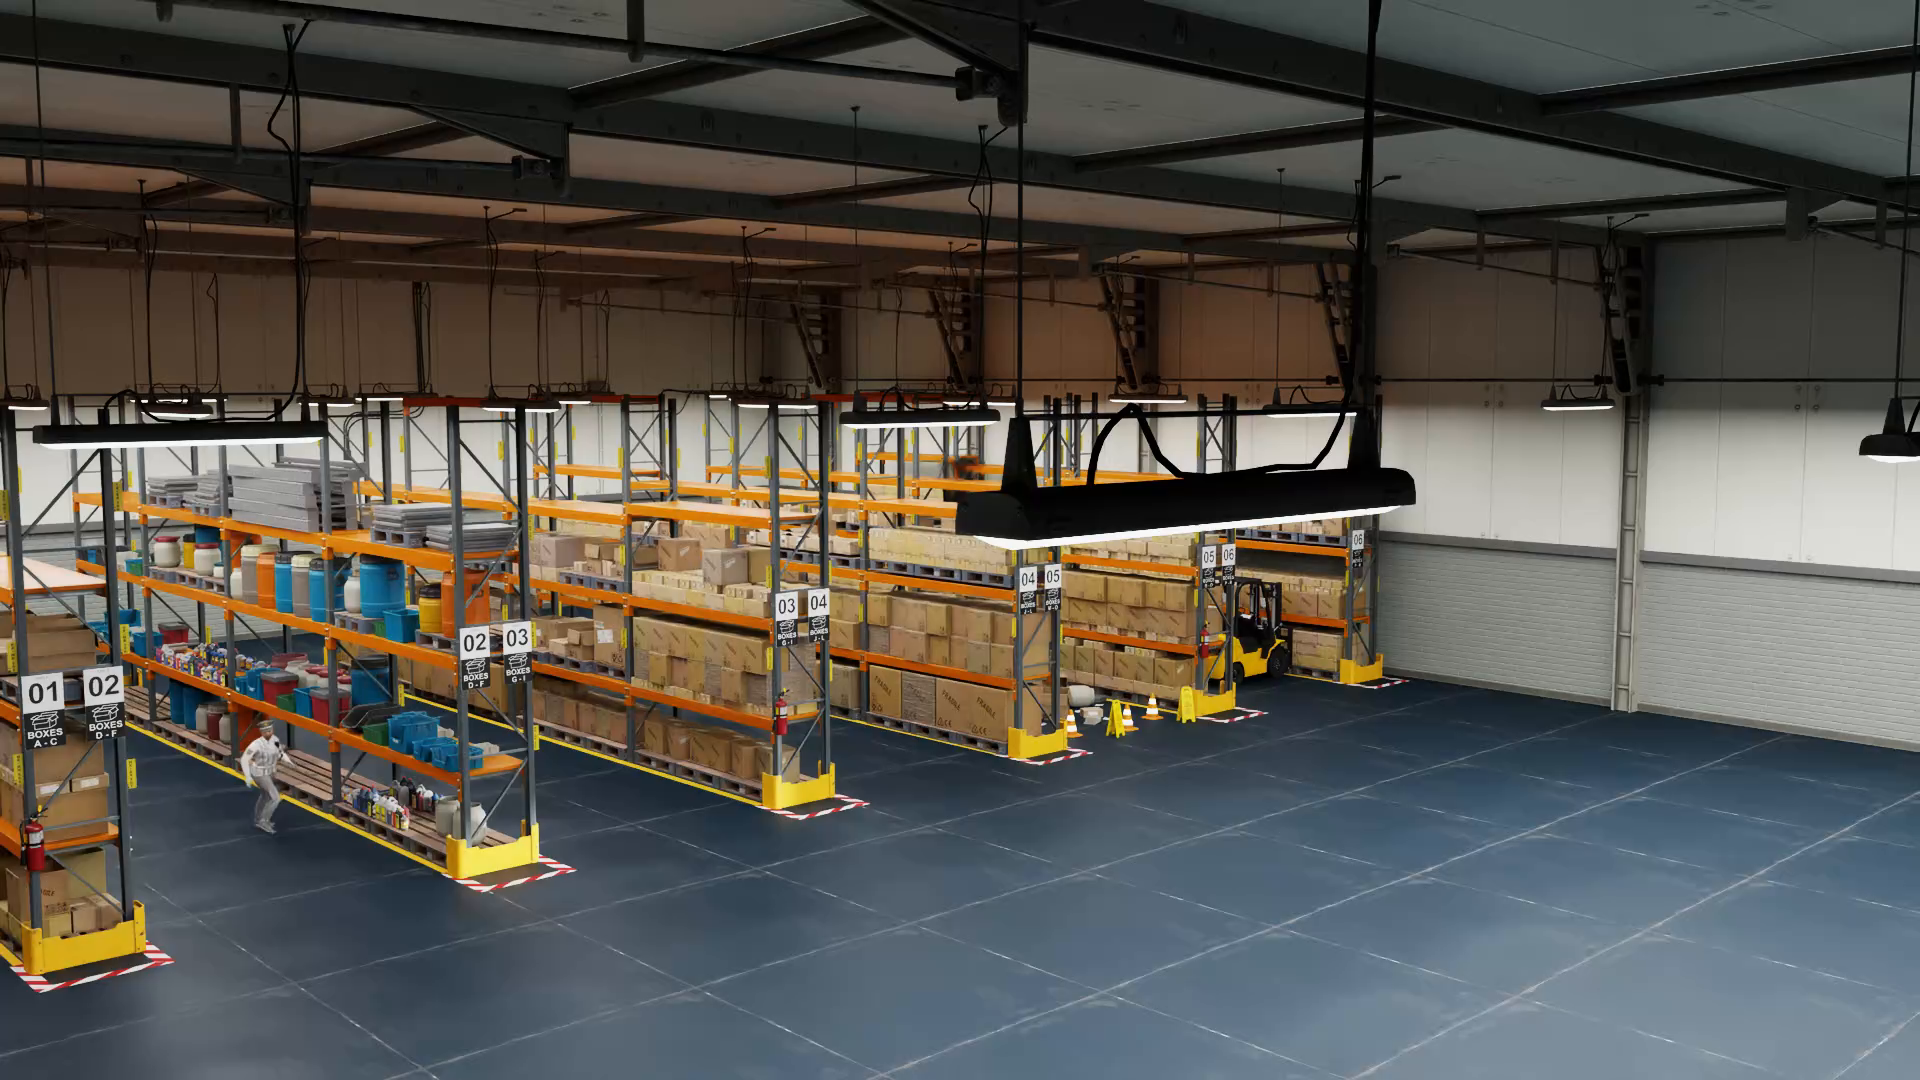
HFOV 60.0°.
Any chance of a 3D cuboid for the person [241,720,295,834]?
[{"bbox_3d":[-9.689,3.310,23.316,0.738,1.618,0.601,1,6,7],"label":"person"}]
